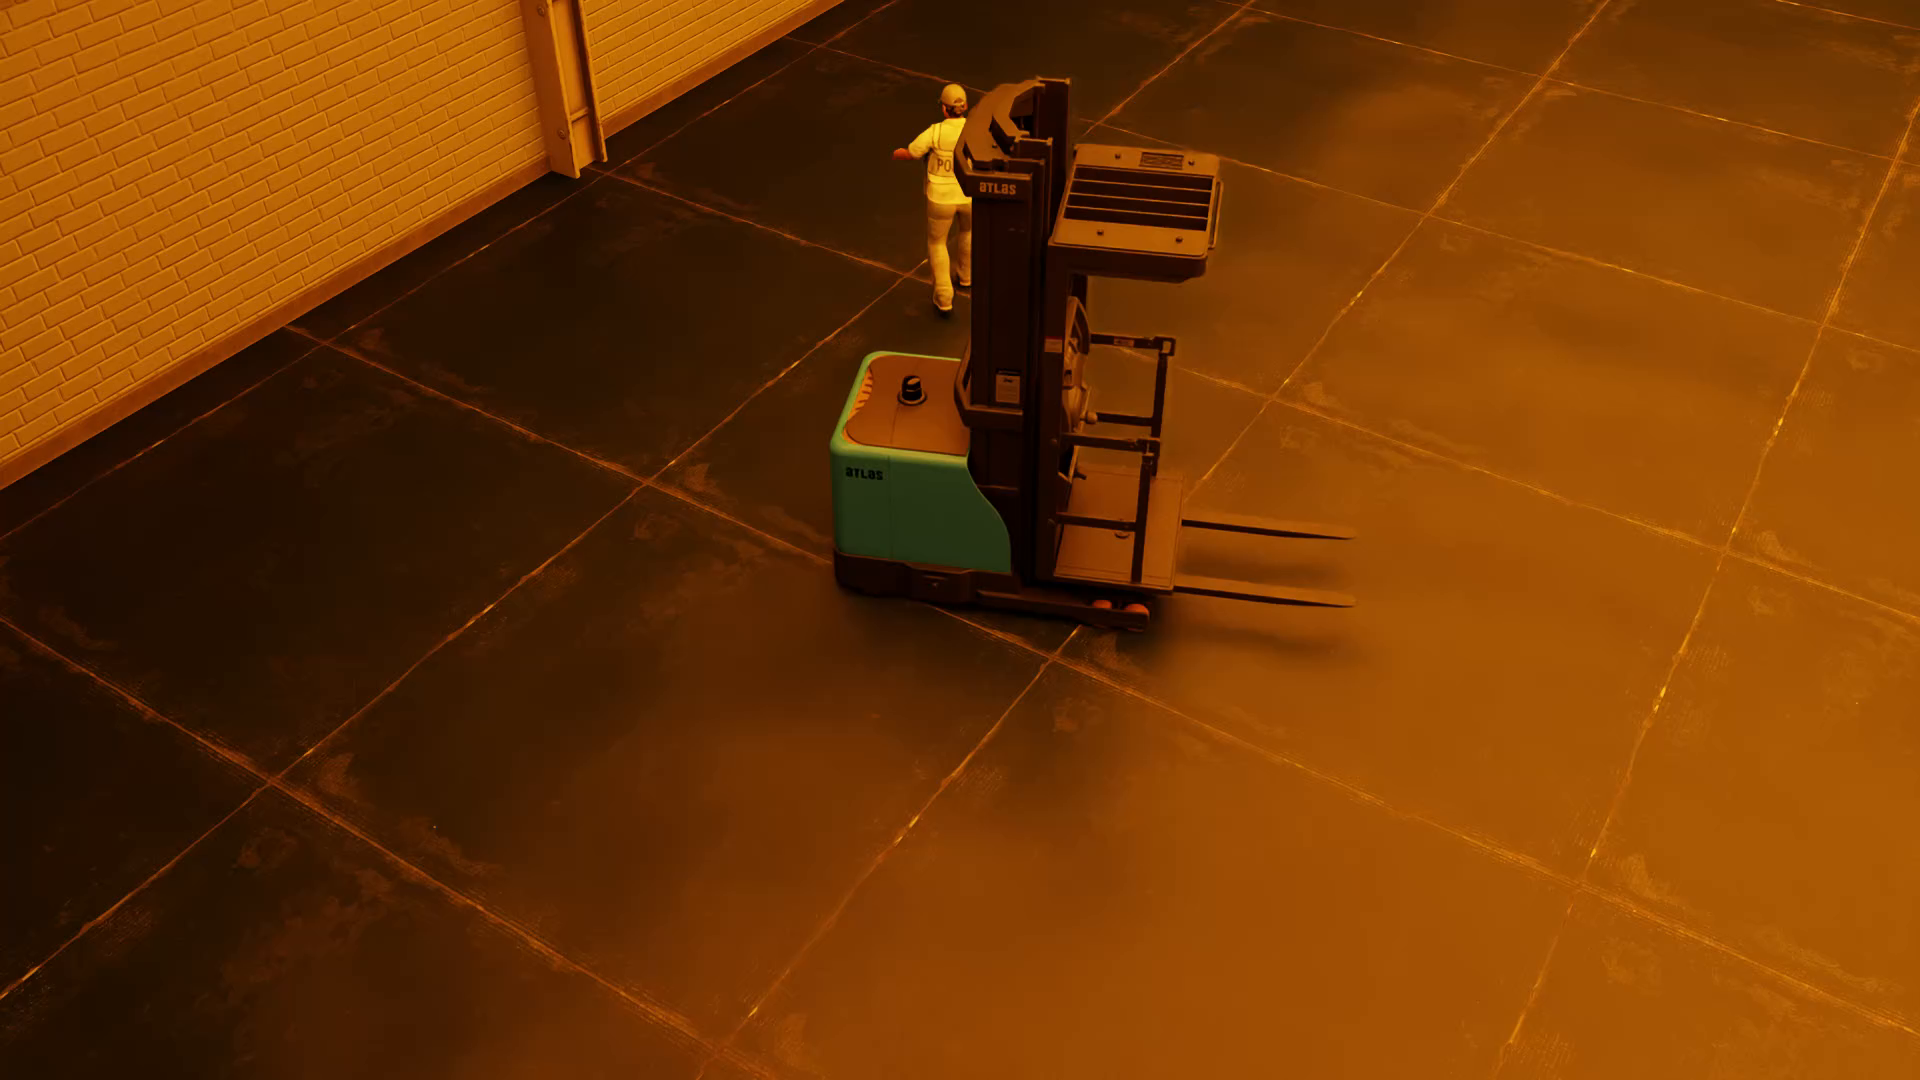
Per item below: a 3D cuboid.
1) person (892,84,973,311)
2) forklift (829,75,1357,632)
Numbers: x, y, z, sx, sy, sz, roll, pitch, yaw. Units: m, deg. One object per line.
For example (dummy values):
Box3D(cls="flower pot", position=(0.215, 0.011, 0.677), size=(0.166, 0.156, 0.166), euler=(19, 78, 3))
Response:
Box3D(cls="person", position=(-0.016, -2.474, 11.901), size=(0.884, 1.644, 0.728), euler=(-4, 40, -5))
Box3D(cls="forklift", position=(0.824, -0.962, 9.102), size=(3.031, 2.935, 1.130), euler=(7, 41, 8))
